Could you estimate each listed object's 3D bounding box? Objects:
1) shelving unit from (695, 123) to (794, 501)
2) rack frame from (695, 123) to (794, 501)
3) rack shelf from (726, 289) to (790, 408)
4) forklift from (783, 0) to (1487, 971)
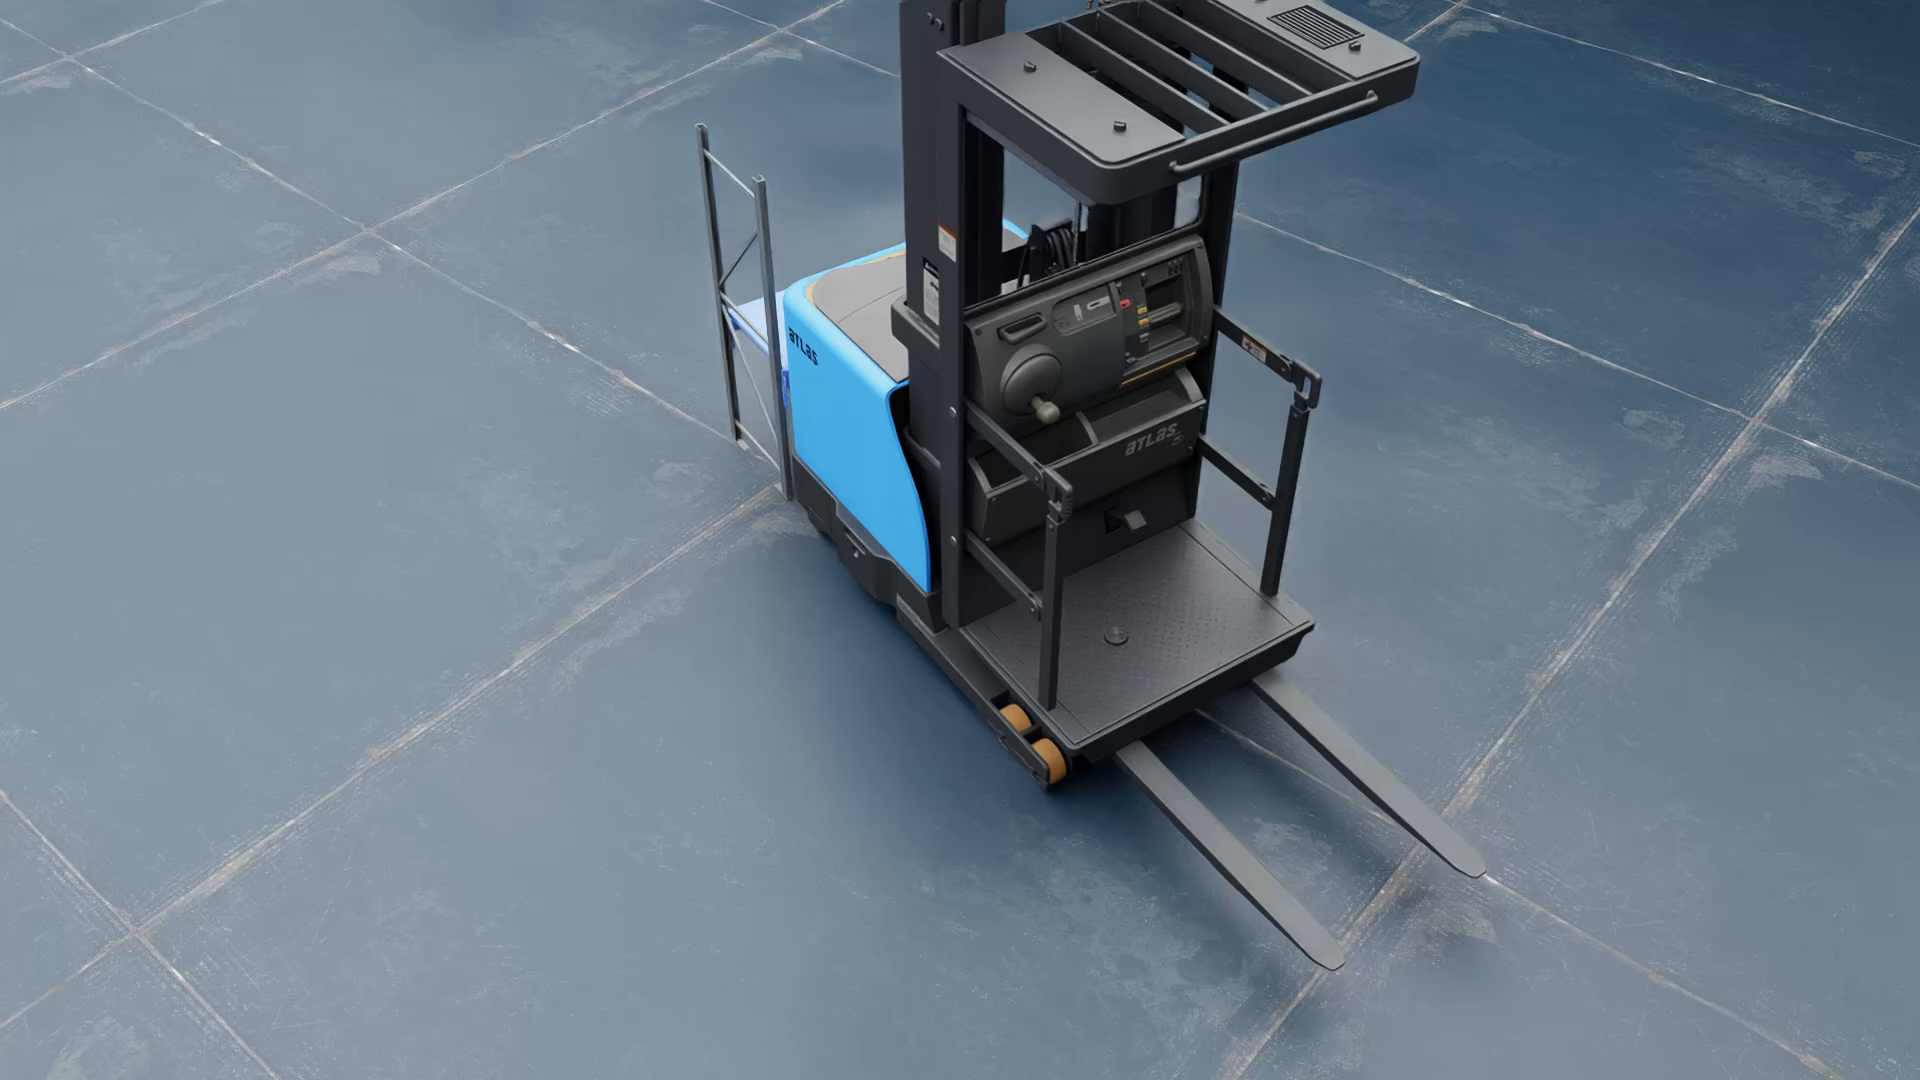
[{"bbox_3d":[-0.419,-1.053,6.793,1.048,1.500,0.538,-24,47,-24],"label":"shelving unit"},{"bbox_3d":[-0.844,-0.865,6.587,0.032,1.500,0.500,-24,47,-24],"label":"rack frame"},{"bbox_3d":[-0.419,-0.920,6.914,1.000,0.185,0.538,-24,47,-24],"label":"rack shelf"},{"bbox_3d":[0.556,-0.595,5.226,1.130,2.935,3.031,-24,48,-24],"label":"forklift"}]
